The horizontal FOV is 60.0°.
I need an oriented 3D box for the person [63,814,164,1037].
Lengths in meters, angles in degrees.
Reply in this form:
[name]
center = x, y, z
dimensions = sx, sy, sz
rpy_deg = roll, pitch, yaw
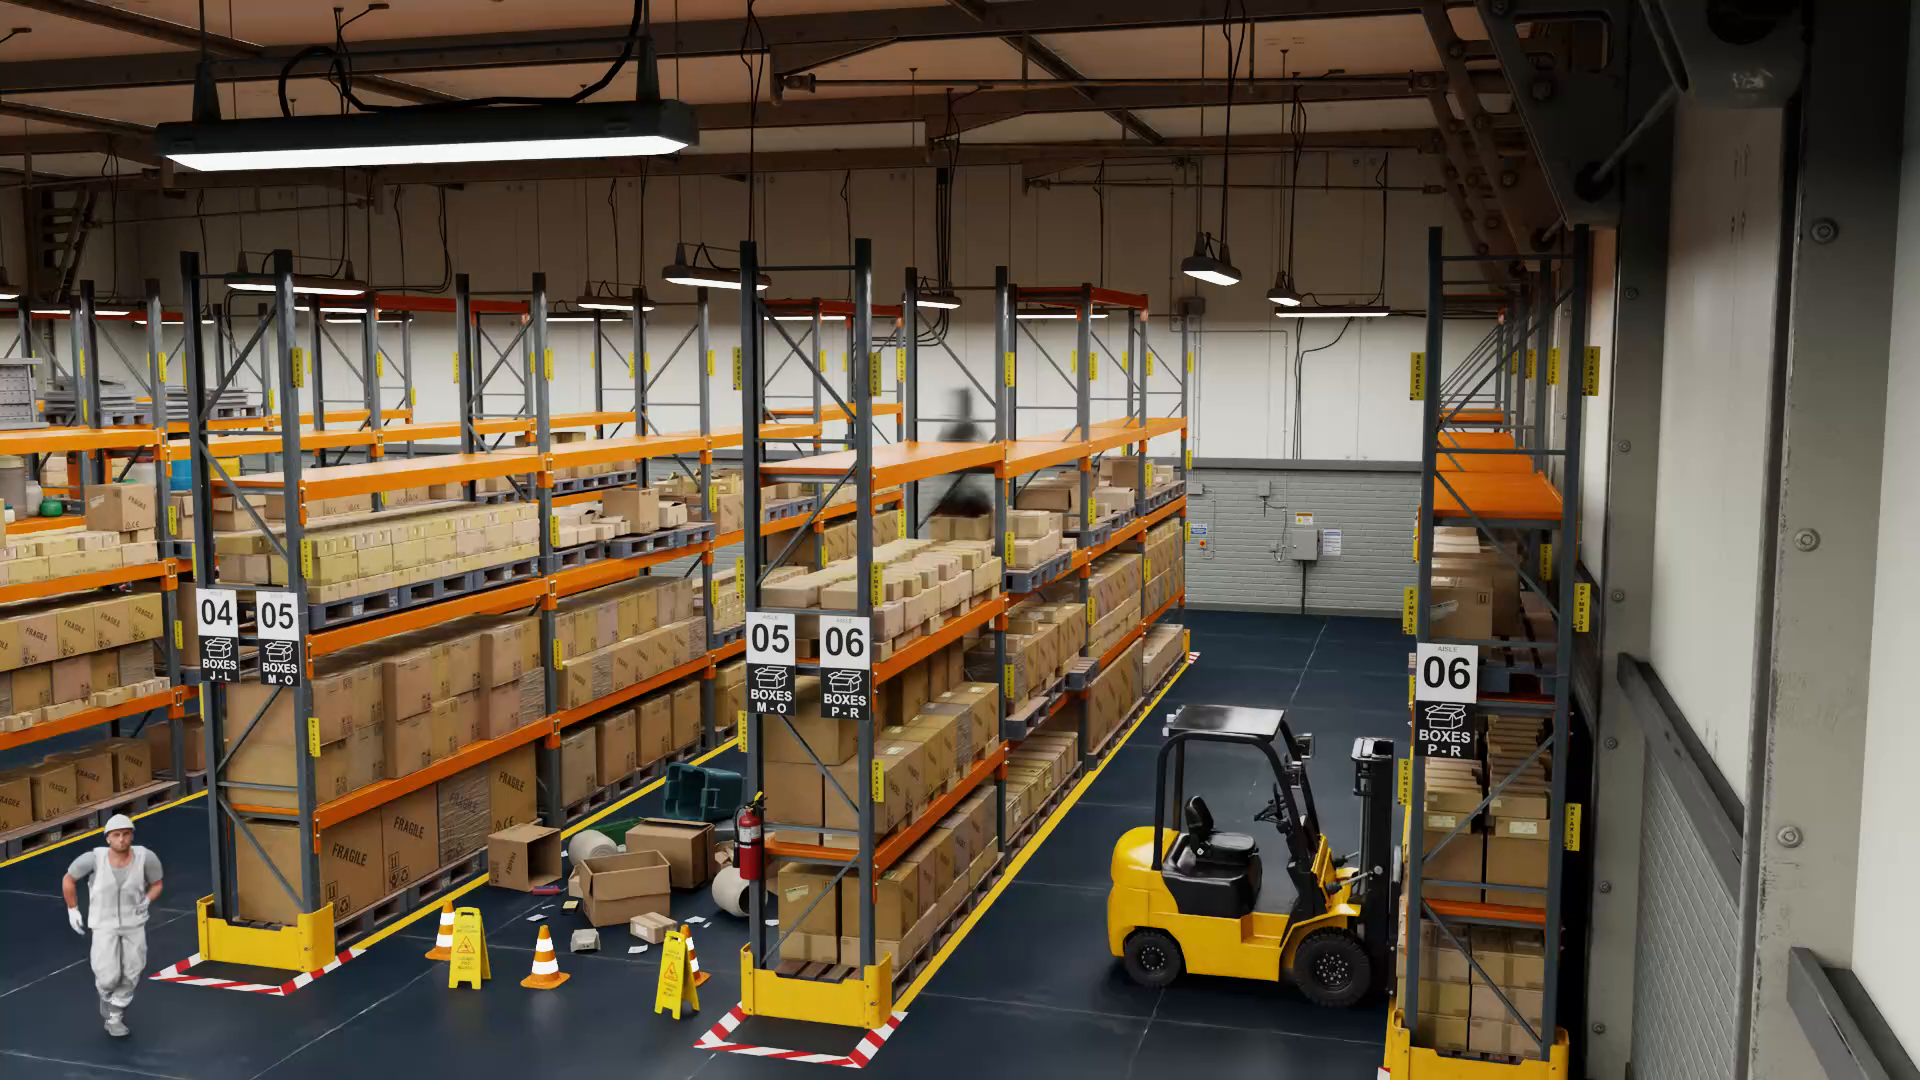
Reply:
[person]
center = -6.305, 2.907, 12.466
dimensions = 0.661, 1.725, 0.609
rpy_deg = -4, 8, -35
